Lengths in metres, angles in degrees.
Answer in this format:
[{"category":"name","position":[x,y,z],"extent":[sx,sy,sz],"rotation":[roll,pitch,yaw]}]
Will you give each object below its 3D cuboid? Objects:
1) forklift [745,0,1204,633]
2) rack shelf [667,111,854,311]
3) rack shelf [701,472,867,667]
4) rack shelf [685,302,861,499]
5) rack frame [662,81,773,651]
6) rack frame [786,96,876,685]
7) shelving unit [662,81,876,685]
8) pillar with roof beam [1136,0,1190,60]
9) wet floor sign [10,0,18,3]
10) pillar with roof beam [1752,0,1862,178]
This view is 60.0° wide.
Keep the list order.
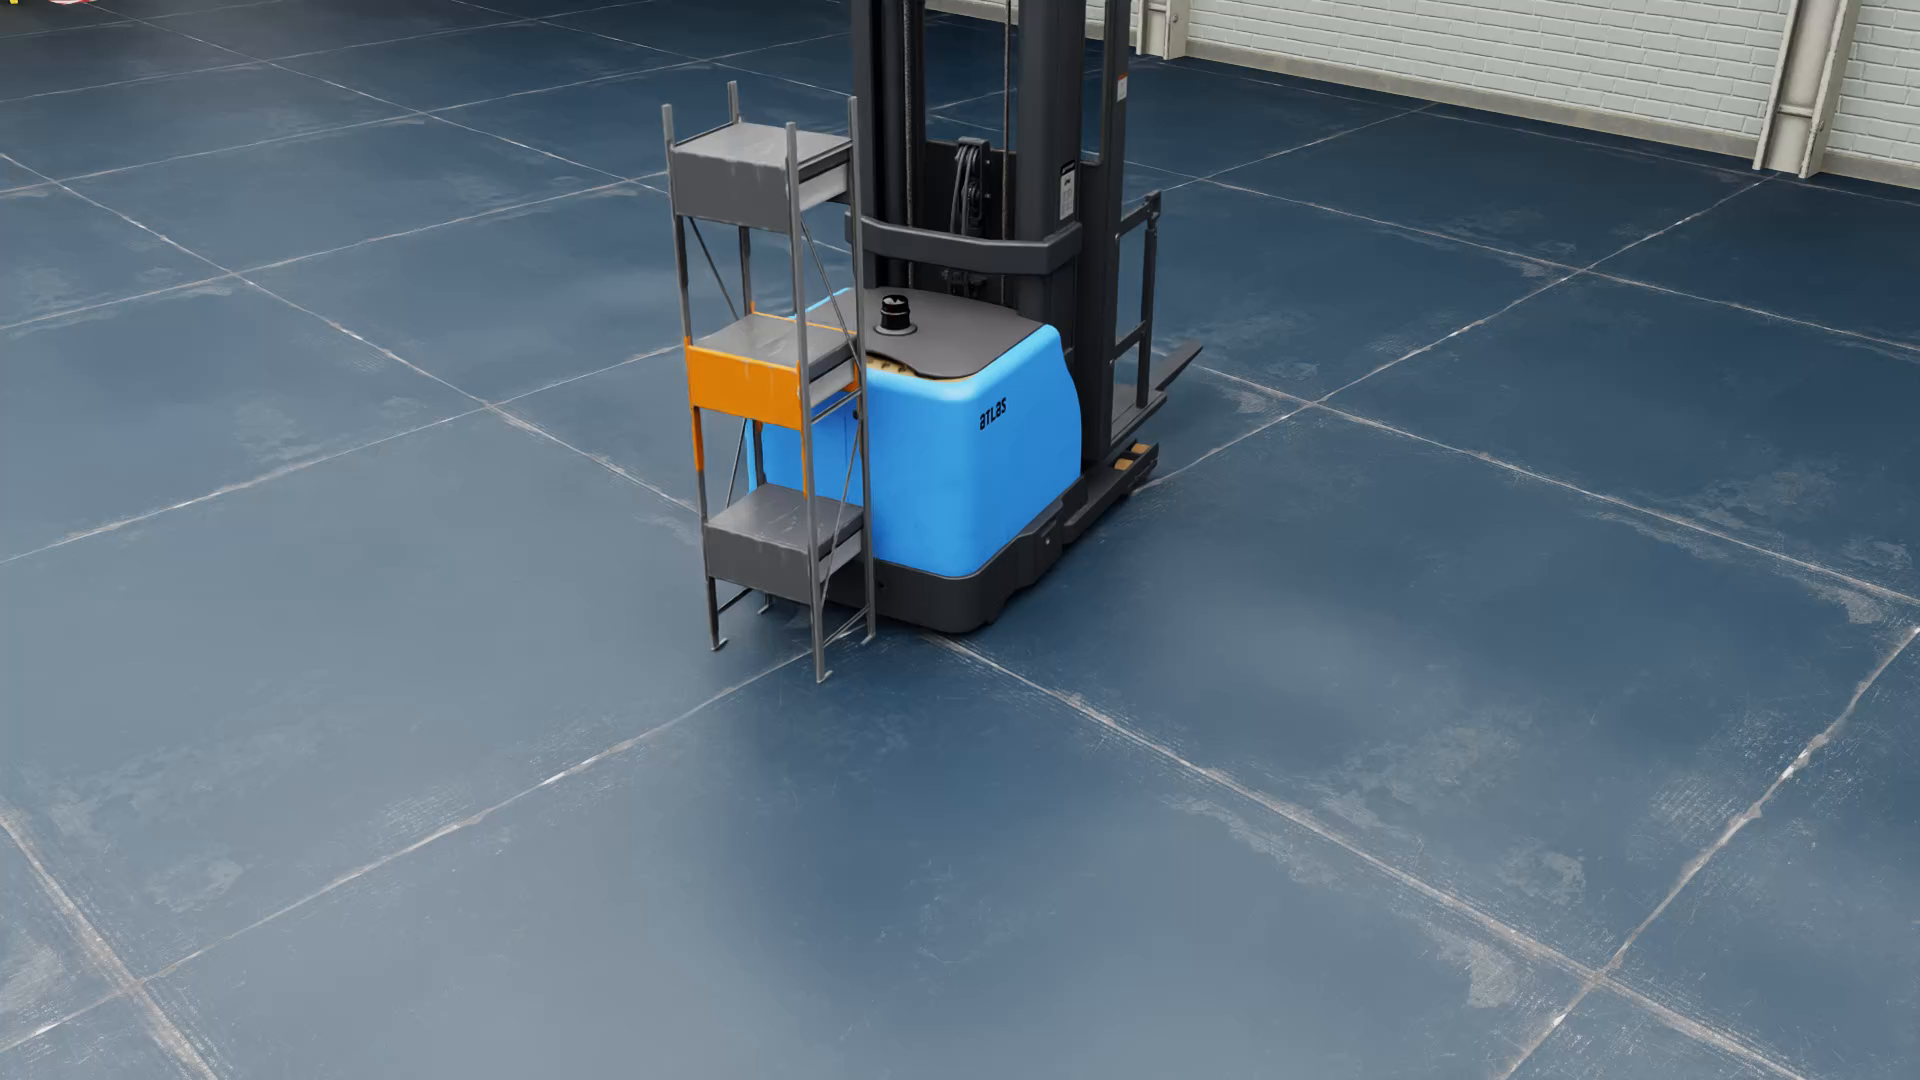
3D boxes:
[{"category":"forklift","position":[0.276,-1.593,7.131],"extent":[1.130,2.935,3.031],"rotation":[14,31,25]},{"category":"rack shelf","position":[-0.657,-1.126,5.655],"extent":[0.480,0.518,0.431],"rotation":[14,32,25]},{"category":"rack shelf","position":[-0.649,0.105,6.320],"extent":[0.480,0.518,0.431],"rotation":[14,32,25]},{"category":"rack shelf","position":[-0.653,-0.510,5.987],"extent":[0.480,0.518,0.431],"rotation":[14,32,25]},{"category":"rack frame","position":[-0.866,-0.577,6.085],"extent":[0.015,2.100,0.400],"rotation":[14,32,25]},{"category":"rack frame","position":[-0.439,-0.467,5.876],"extent":[0.015,2.100,0.400],"rotation":[14,32,25]},{"category":"shelving unit","position":[-0.653,-0.522,5.981],"extent":[0.503,2.100,0.431],"rotation":[14,32,25]},{"category":"pillar with roof beam","position":[-1.044,-7.315,11.492],"extent":[0.400,9.000,9.100],"rotation":[25,36,38]},{"category":"wet floor sign","position":[-10.811,-6.370,18.670],"extent":[0.267,0.644,0.232],"rotation":[-13,30,-22]},{"category":"pillar with roof beam","position":[3.234,-5.357,7.769],"extent":[0.400,9.000,9.100],"rotation":[25,36,38]}]
